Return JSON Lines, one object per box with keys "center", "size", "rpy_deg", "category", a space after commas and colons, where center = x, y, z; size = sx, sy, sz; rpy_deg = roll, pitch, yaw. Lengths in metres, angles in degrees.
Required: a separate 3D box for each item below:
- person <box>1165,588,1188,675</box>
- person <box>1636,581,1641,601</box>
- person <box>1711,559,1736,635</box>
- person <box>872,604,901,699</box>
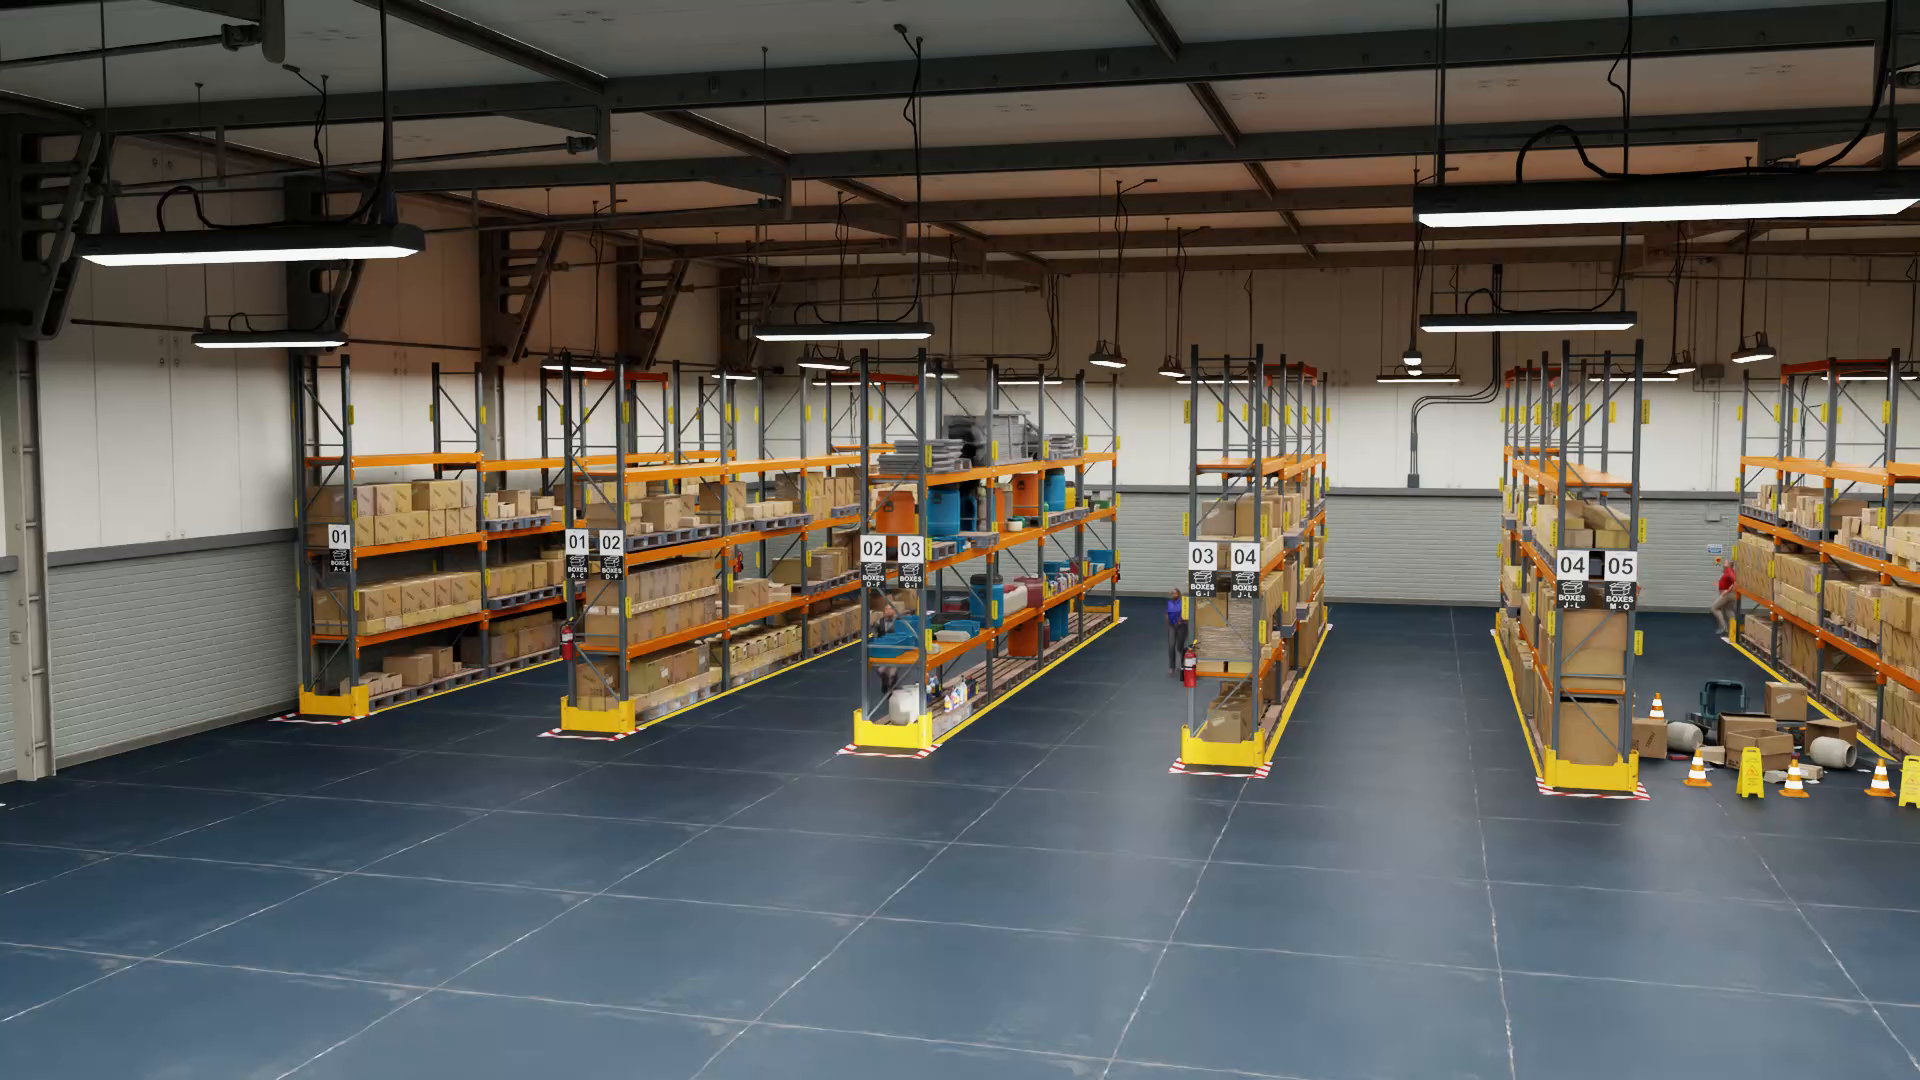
{"center": [4.213, 1.746, 32.149], "size": [0.573, 1.654, 0.837], "rpy_deg": [2, 5, 25], "category": "person"}
{"center": [14.328, 1.404, 36.053], "size": [0.645, 1.848, 0.790], "rpy_deg": [-1, 4, -8], "category": "person"}
{"center": [17.467, 1.312, 37.937], "size": [0.633, 1.763, 0.669], "rpy_deg": [3, 5, 34], "category": "person"}
{"center": [-1.264, 1.972, 29.226], "size": [0.649, 1.682, 0.564], "rpy_deg": [1, 4, 8], "category": "person"}
